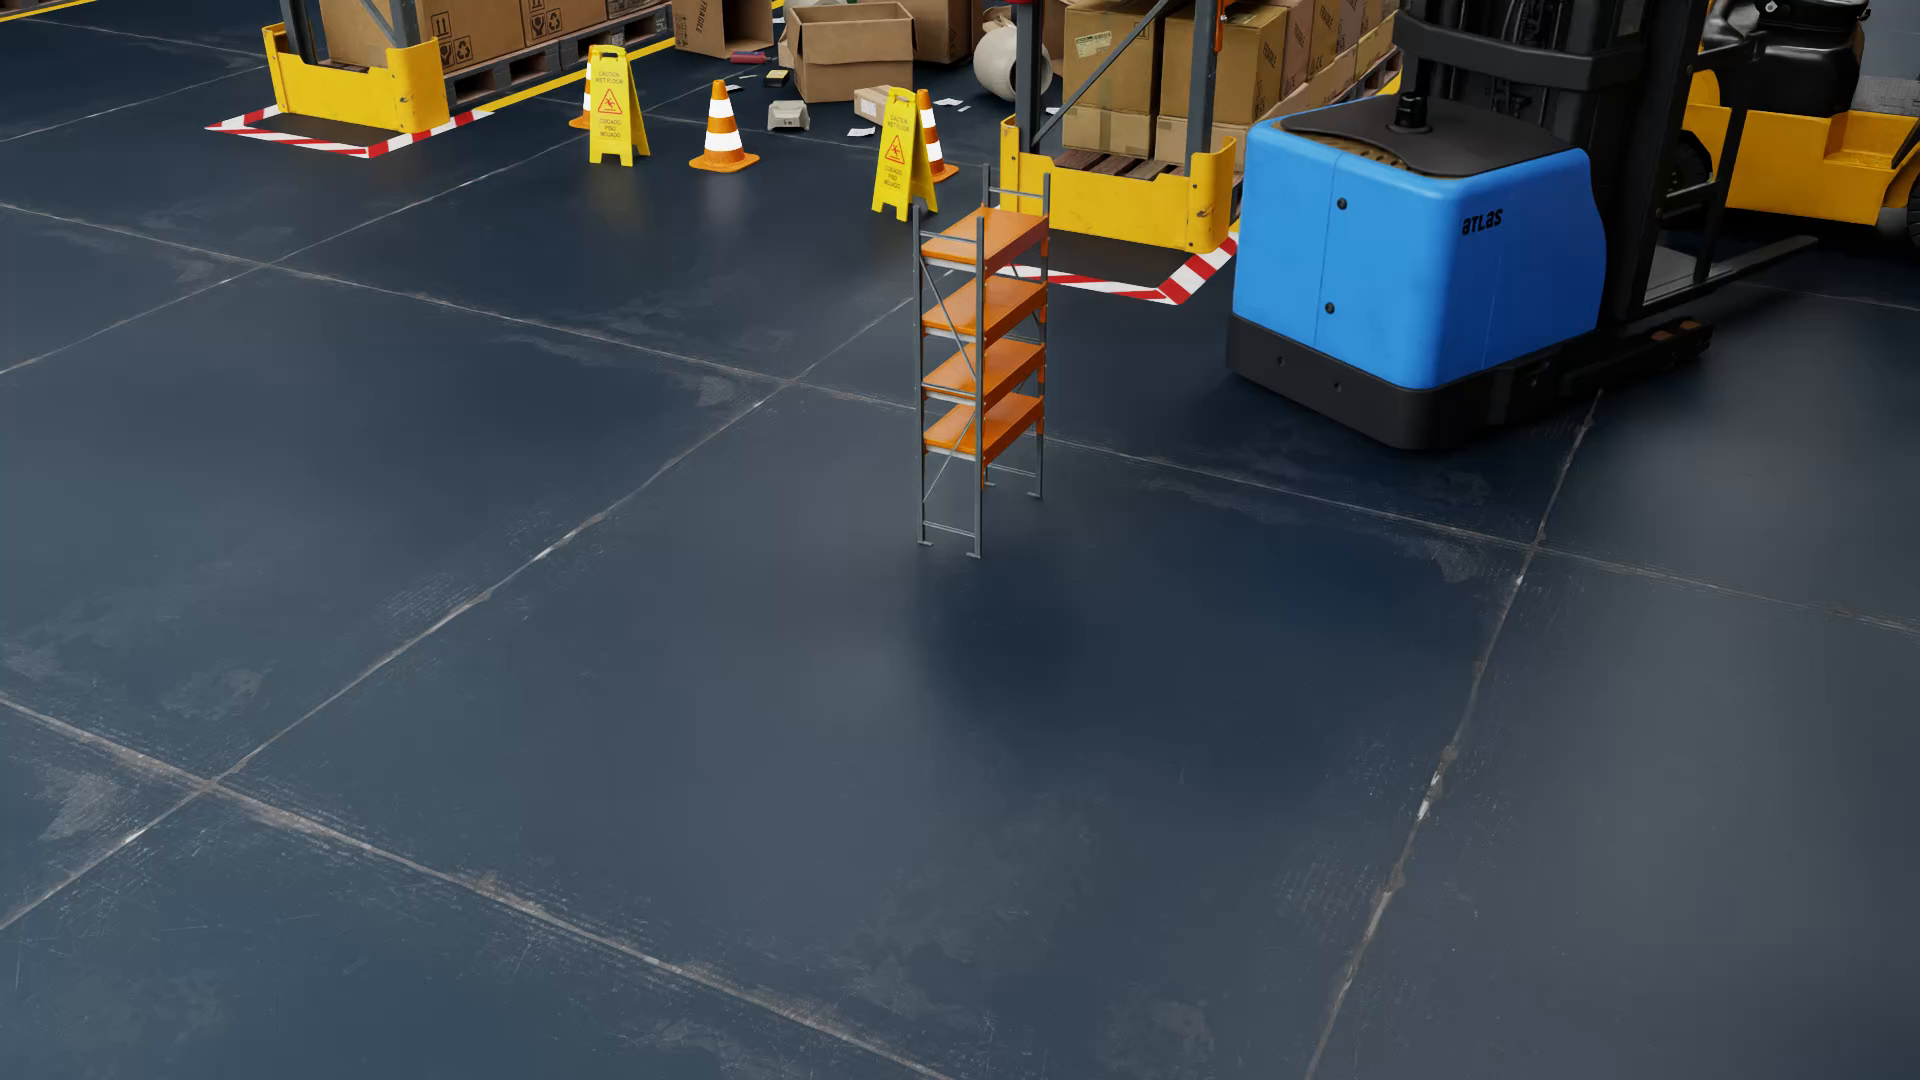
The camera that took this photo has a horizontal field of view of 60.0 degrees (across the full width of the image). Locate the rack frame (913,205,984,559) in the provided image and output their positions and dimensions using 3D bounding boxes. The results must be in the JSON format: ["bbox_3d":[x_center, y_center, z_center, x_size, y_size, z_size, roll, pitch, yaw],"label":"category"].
[{"bbox_3d":[-0.036,-0.486,5.391,0.240,1.200,0.015,14,33,23],"label":"rack frame"}]

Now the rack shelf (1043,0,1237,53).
[{"bbox_3d":[1.660,-3.452,9.471,1.077,0.370,4.000,14,33,23],"label":"rack shelf"}]

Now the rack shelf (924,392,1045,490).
[{"bbox_3d":[0.075,-0.363,5.711,0.258,0.148,0.480,14,33,23],"label":"rack shelf"}]

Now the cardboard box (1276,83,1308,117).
[{"bbox_3d":[1.602,-2.386,9.233,0.500,0.250,0.500,16,33,25],"label":"cardboard box"}]

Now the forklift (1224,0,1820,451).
[{"bbox_3d":[2.583,-2.174,6.592,3.031,2.935,1.130,-20,35,-30],"label":"forklift"}]

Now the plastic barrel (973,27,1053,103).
[{"bbox_3d":[0.342,-3.019,10.582,0.421,0.421,0.512,-12,32,-20],"label":"plastic barrel"}]

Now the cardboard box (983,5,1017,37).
[{"bbox_3d":[0.289,-3.591,11.736,0.258,0.266,0.396,-7,31,-11],"label":"cardboard box"}]

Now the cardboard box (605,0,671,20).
[{"bbox_3d":[-2.637,-4.326,11.983,0.875,0.875,0.875,15,33,24],"label":"cardboard box"}]

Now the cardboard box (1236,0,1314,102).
[{"bbox_3d":[1.607,-2.730,9.079,0.500,0.500,0.500,13,32,21],"label":"cardboard box"}]

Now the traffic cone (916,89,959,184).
[{"bbox_3d":[-0.203,-2.260,9.221,0.336,0.463,0.334,14,33,23],"label":"traffic cone"}]

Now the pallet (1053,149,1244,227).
[{"bbox_3d":[1.185,-2.054,9.114,1.003,0.211,1.213,14,33,23],"label":"pallet"}]

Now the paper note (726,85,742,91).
[{"bbox_3d":[-1.497,-2.959,10.873,0.142,0.017,0.144,-25,38,-36],"label":"paper note"}]

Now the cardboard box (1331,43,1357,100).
[{"bbox_3d":[2.072,-2.854,10.048,0.500,0.250,0.500,15,33,24],"label":"cardboard box"}]

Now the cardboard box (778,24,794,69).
[{"bbox_3d":[-1.025,-3.363,11.340,0.396,0.266,0.258,21,36,32],"label":"cardboard box"}]

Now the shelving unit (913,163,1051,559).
[{"bbox_3d":[0.075,-0.594,5.579,0.258,1.200,0.503,14,33,23],"label":"shelving unit"}]

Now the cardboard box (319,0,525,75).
[{"bbox_3d":[-3.453,-3.532,10.600,0.875,0.875,0.875,14,33,24],"label":"cardboard box"}]

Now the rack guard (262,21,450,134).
[{"bbox_3d":[-3.715,-2.861,10.230,1.175,0.500,0.348,14,33,23],"label":"rack guard"}]

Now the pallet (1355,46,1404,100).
[{"bbox_3d":[2.297,-3.135,10.998,1.003,0.211,1.213,14,33,23],"label":"pallet"}]

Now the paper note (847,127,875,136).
[{"bbox_3d":[-0.592,-2.460,10.004,0.148,0.019,0.142,4,30,6],"label":"paper note"}]

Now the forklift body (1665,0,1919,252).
[{"bbox_3d":[4.409,-2.639,8.186,2.313,2.155,1.214,14,33,23],"label":"forklift body"}]

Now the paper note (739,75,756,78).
[{"bbox_3d":[-1.423,-3.108,11.151,0.123,0.001,0.032,-18,34,-28],"label":"paper note"}]

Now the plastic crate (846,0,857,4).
[{"bbox_3d":[-0.794,-4.160,12.748,0.662,0.188,0.450,-18,24,-28],"label":"plastic crate"}]

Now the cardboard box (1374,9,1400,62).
[{"bbox_3d":[2.541,-3.317,10.854,0.500,0.250,0.500,16,33,25],"label":"cardboard box"}]

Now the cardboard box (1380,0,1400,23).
[{"bbox_3d":[2.541,-3.642,10.667,0.500,0.500,0.500,14,33,23],"label":"cardboard box"}]

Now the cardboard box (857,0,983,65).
[{"bbox_3d":[-0.286,-3.623,11.417,0.797,0.637,0.503,14,33,23],"label":"cardboard box"}]

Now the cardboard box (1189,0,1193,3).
[{"bbox_3d":[1.117,-2.839,9.267,0.500,0.500,0.500,16,33,25],"label":"cardboard box"}]

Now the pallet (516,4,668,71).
[{"bbox_3d":[-2.852,-3.657,11.907,1.003,0.211,1.213,14,33,23],"label":"pallet"}]

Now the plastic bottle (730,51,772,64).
[{"bbox_3d":[-1.435,-3.333,11.493,0.283,0.061,0.133,4,30,6],"label":"plastic bottle"}]

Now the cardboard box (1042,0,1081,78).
[{"bbox_3d":[0.872,-3.401,11.168,0.500,0.500,0.500,-12,32,-20],"label":"cardboard box"}]

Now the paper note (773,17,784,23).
[{"bbox_3d":[-1.382,-3.938,12.576,0.147,0.020,0.142,-7,31,-11],"label":"paper note"}]

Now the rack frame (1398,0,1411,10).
[{"bbox_3d":[2.571,-4.650,10.836,1.000,3.000,0.127,14,33,23],"label":"rack frame"}]

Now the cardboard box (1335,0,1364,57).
[{"bbox_3d":[2.079,-3.190,9.879,0.500,0.500,0.500,16,34,26],"label":"cardboard box"}]

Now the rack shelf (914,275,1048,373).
[{"bbox_3d":[0.075,-0.729,5.501,0.258,0.148,0.480,14,33,23],"label":"rack shelf"}]

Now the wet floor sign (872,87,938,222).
[{"bbox_3d":[-0.290,-2.015,8.610,0.232,0.644,0.267,-25,38,-36],"label":"wet floor sign"}]
